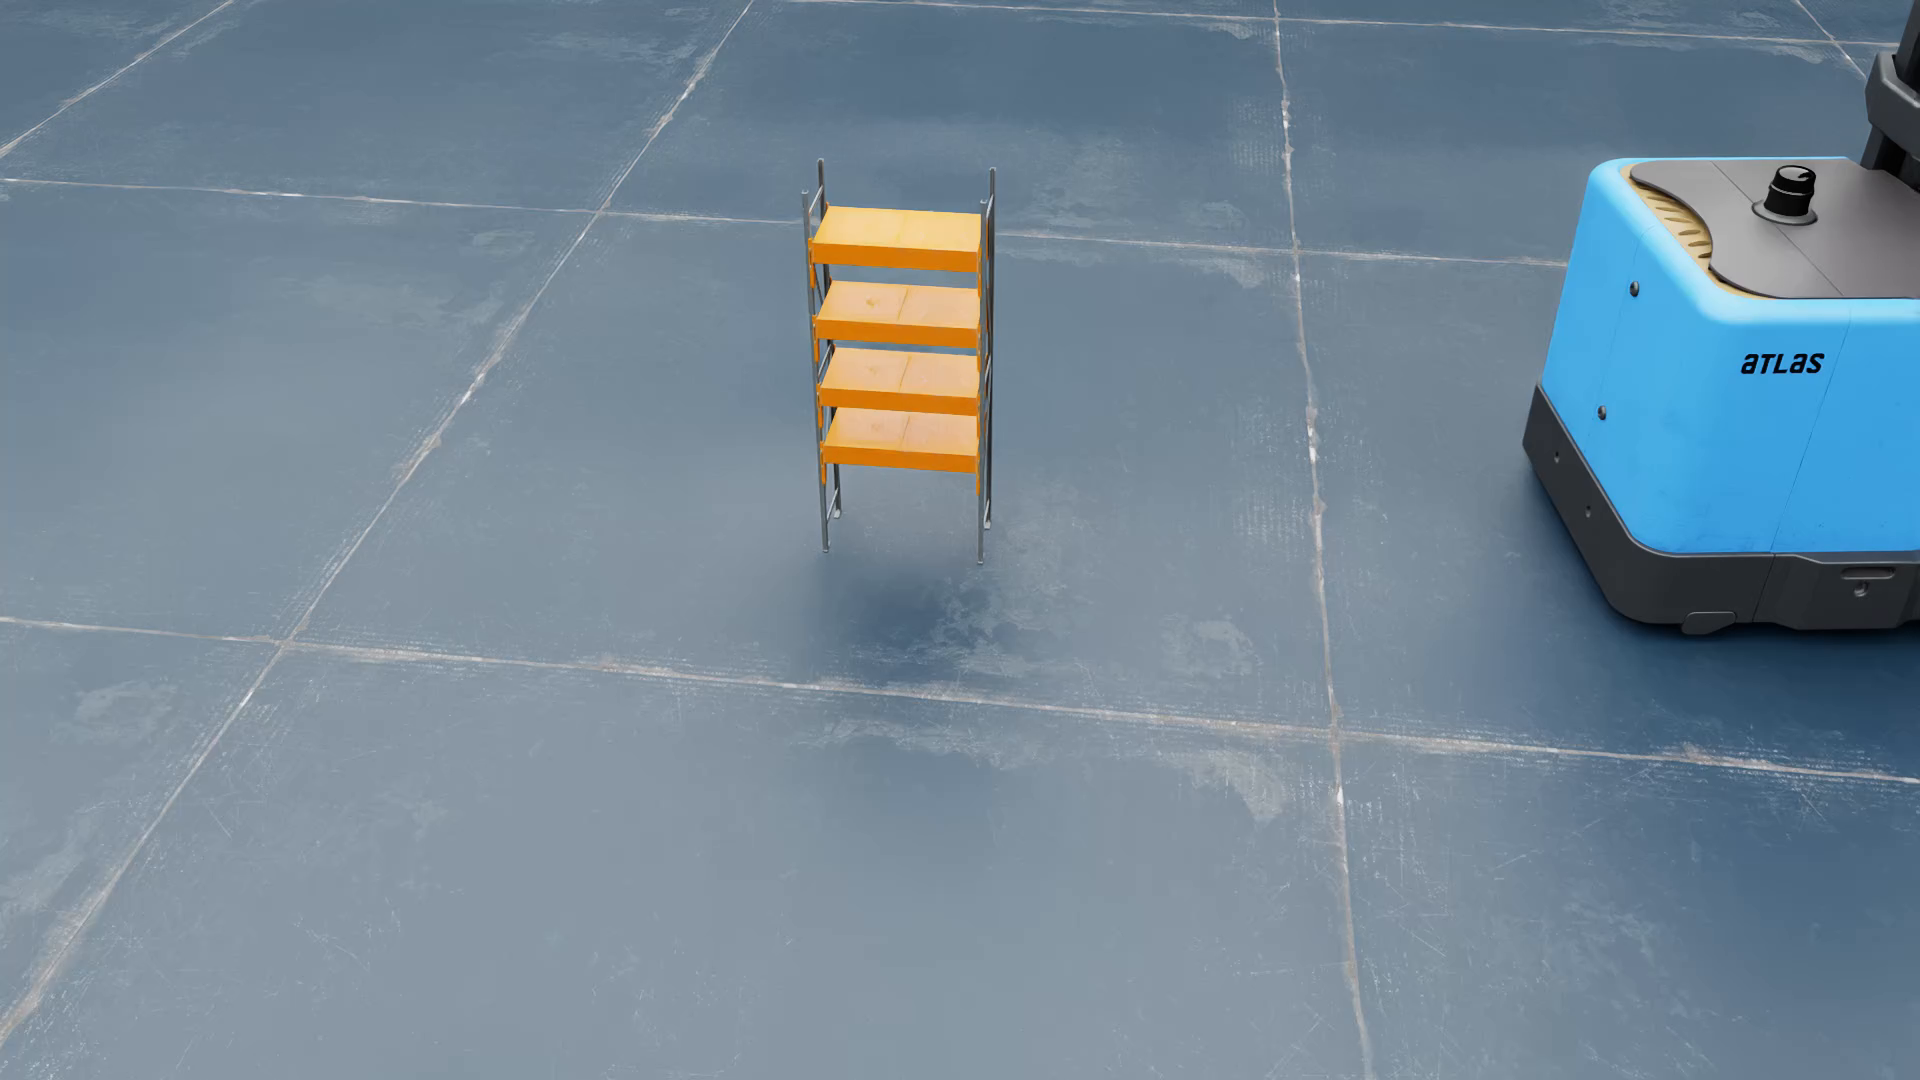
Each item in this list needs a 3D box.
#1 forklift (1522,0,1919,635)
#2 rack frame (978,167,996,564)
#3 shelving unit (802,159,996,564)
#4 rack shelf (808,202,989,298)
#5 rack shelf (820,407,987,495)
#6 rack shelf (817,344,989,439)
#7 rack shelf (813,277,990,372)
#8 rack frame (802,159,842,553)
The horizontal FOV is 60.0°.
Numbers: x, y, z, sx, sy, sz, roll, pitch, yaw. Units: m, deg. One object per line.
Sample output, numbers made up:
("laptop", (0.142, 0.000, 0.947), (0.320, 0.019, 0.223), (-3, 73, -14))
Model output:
("forklift", (3.405, -1.215, 4.429), (3.031, 2.935, 1.130), (-1, 36, -1))
("rack frame", (0.078, -0.483, 4.893), (0.015, 1.200, 0.240), (4, 36, 6))
("shelving unit", (-0.164, -0.501, 4.919), (0.503, 1.200, 0.258), (4, 36, 6))
("rack shelf", (-0.164, -0.820, 4.690), (0.480, 0.148, 0.258), (4, 36, 6))
("rack shelf", (-0.164, -0.284, 5.073), (0.480, 0.148, 0.258), (4, 36, 6))
("rack shelf", (-0.164, -0.446, 4.958), (0.480, 0.148, 0.258), (4, 36, 6))
("rack shelf", (-0.164, -0.628, 4.828), (0.480, 0.148, 0.258), (4, 36, 6))
("rack frame", (-0.406, -0.519, 4.944), (0.015, 1.200, 0.240), (4, 36, 6))
